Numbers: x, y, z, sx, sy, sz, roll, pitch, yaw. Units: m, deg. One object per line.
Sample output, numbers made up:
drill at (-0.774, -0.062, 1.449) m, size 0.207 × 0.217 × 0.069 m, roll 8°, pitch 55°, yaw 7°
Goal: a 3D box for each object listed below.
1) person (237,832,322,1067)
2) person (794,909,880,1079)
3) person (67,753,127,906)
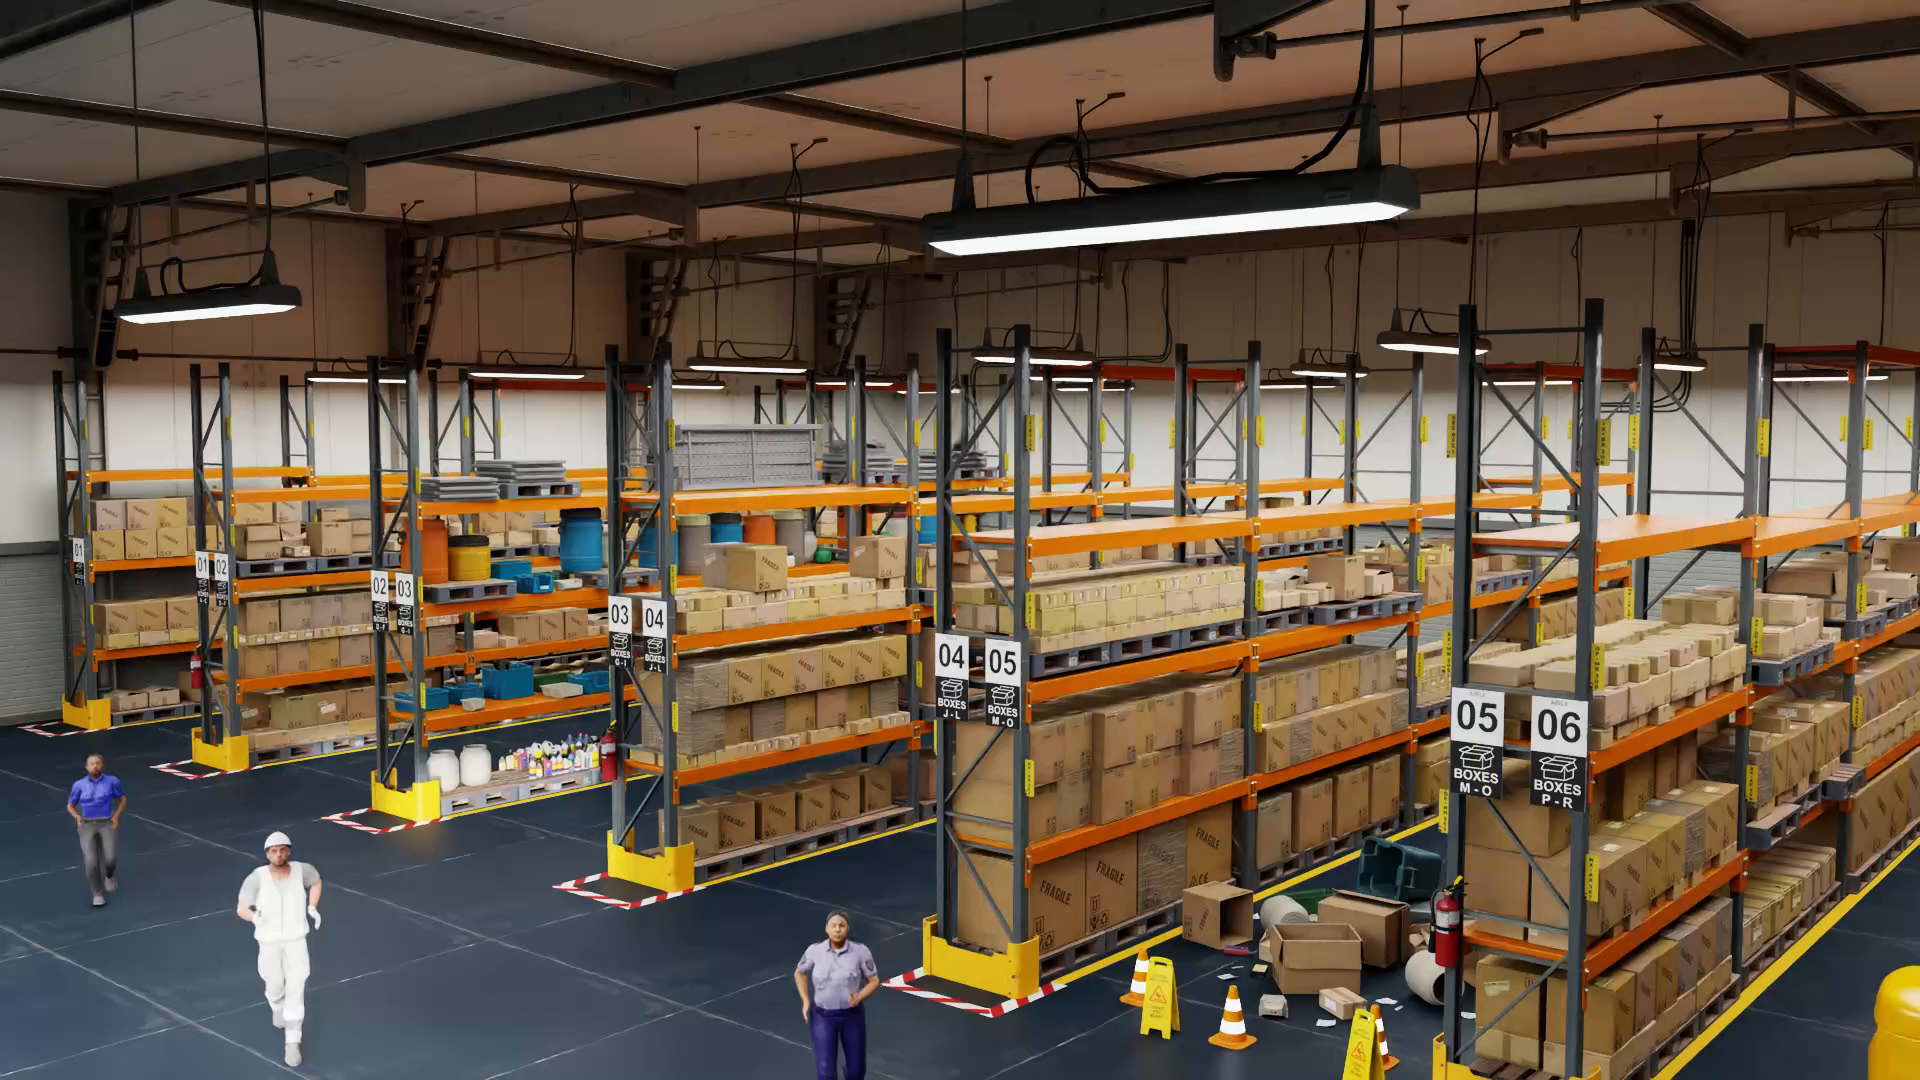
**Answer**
person at (-5.552, 3.272, 13.607) m, size 0.653 × 1.799 × 0.987 m, roll -2°, pitch 4°, yaw -23°
person at (-0.893, 3.525, 12.094) m, size 0.620 × 1.532 × 0.823 m, roll 0°, pitch 4°, yaw -6°
person at (-9.205, 3.080, 17.750) m, size 0.572 × 1.606 × 0.578 m, roll -2°, pitch 5°, yaw -27°
